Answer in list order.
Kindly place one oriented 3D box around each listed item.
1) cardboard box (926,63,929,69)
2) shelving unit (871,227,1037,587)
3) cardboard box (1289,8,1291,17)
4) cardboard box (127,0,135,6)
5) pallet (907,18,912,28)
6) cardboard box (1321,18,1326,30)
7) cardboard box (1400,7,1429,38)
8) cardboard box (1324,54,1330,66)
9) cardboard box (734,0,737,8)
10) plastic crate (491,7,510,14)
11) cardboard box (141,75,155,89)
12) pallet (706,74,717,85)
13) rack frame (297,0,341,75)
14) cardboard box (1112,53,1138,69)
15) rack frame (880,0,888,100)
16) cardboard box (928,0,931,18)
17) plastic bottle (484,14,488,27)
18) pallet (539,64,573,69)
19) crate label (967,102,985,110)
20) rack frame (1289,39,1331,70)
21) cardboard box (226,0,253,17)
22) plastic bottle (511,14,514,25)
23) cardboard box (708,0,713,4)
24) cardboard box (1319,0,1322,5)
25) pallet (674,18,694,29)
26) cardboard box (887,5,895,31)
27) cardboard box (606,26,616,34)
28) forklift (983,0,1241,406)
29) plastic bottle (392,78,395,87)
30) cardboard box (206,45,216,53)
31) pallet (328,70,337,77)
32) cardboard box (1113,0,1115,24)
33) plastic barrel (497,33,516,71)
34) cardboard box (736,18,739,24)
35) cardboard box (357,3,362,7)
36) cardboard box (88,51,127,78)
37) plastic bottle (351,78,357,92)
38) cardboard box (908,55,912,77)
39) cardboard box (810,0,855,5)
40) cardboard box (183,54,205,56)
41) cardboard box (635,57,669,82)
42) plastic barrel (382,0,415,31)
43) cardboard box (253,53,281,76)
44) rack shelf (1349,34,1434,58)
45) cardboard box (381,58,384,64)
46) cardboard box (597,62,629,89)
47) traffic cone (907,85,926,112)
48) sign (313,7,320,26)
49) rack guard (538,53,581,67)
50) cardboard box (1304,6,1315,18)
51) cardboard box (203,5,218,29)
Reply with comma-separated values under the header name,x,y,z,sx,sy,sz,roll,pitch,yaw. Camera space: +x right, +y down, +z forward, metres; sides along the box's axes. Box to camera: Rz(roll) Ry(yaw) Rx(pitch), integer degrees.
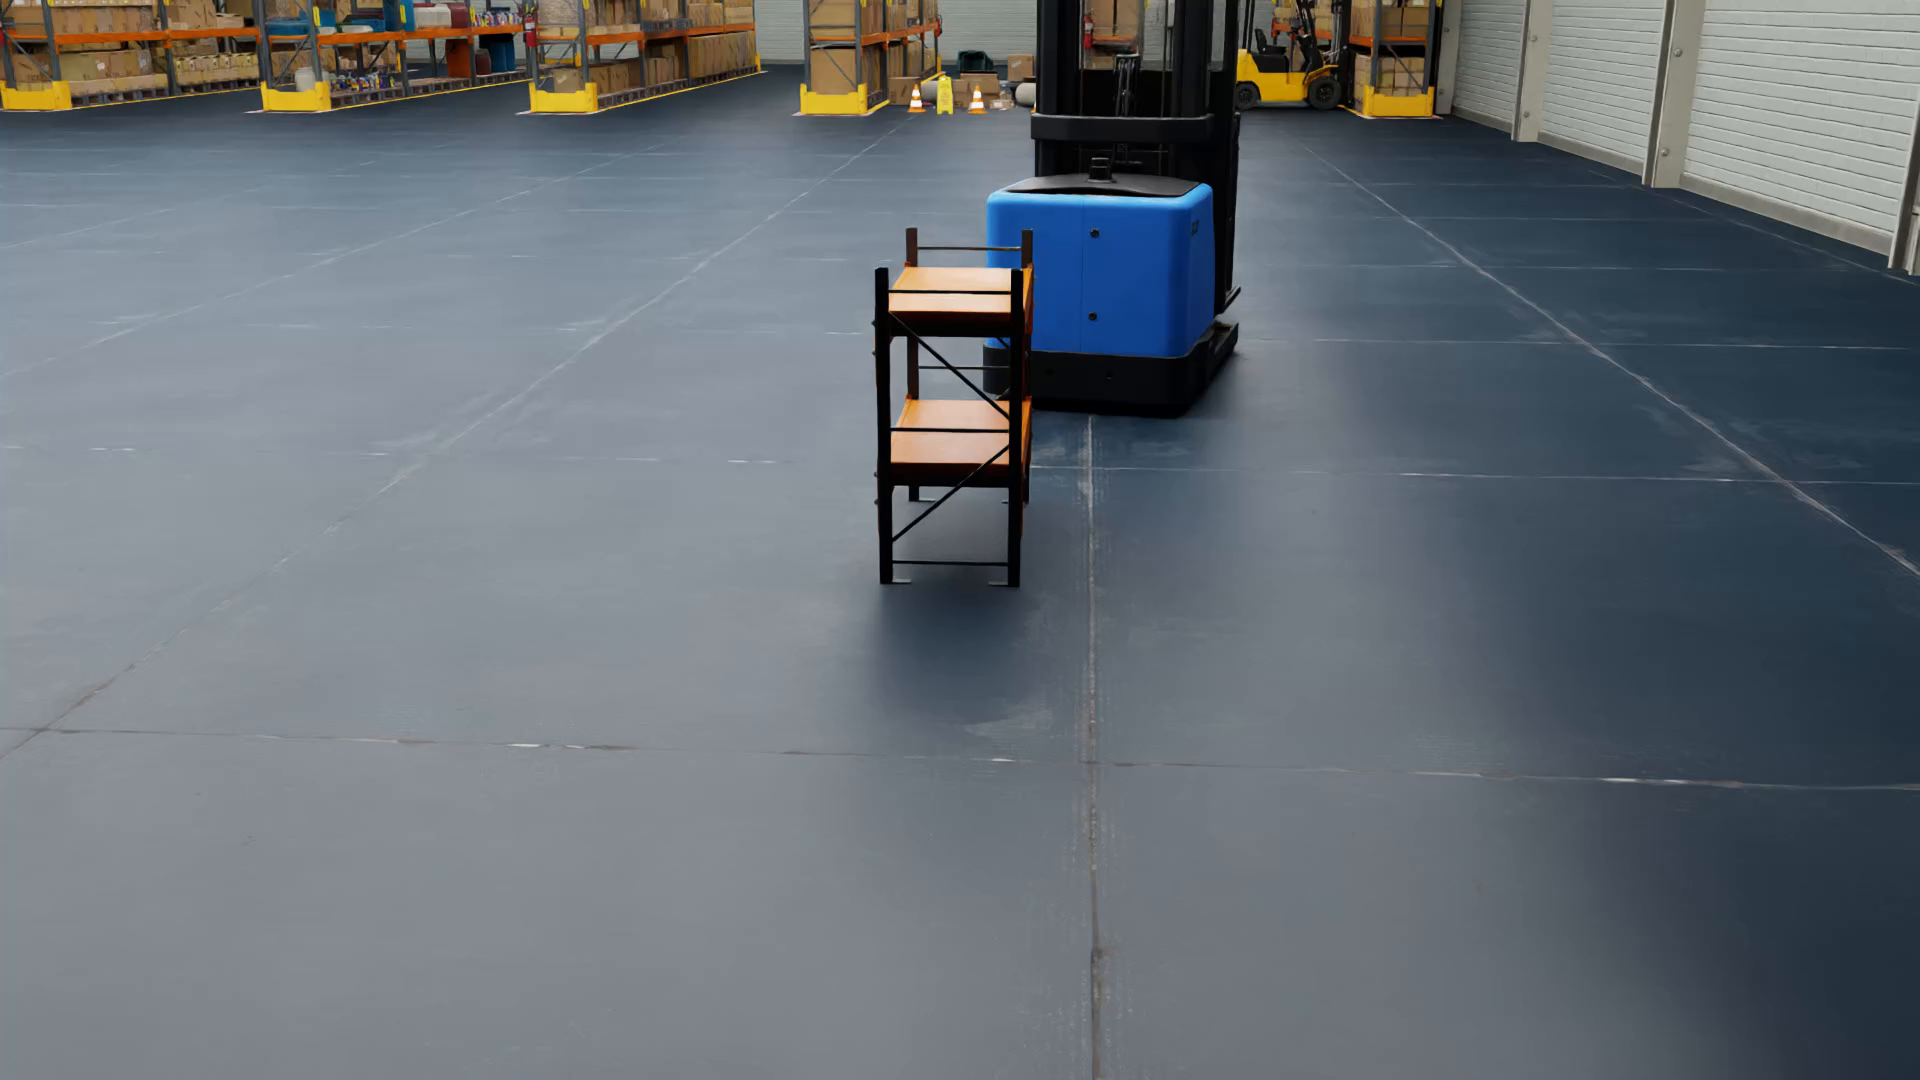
name,x,y,z,sx,sy,sz,roll,pitch,yaw
cardboard box,-0.986,-12.134,42.540,0.380,0.149,0.250,1,18,2
shelving unit,0.000,-0.537,6.254,0.538,1.125,1.048,1,18,4
cardboard box,8.304,-12.824,40.505,0.500,0.250,0.500,2,18,5
cardboard box,-16.638,-10.686,33.014,0.380,0.149,0.250,1,18,4
pallet,-1.727,-11.669,37.526,1.213,0.211,1.003,1,18,4
cardboard box,7.878,-10.828,34.892,0.500,0.250,0.500,1,18,2
cardboard box,7.963,-9.058,29.090,0.500,0.500,0.500,2,18,6
cardboard box,8.079,-9.813,34.694,0.875,0.625,0.625,1,18,2
cardboard box,-5.960,-13.805,42.295,0.500,0.500,0.500,1,18,2
plastic crate,-11.572,-13.205,41.835,0.392,0.384,0.575,1,18,4
cardboard box,-16.640,-9.248,33.570,0.500,0.250,0.500,1,18,4
pallet,-6.390,-10.975,39.577,1.003,0.211,1.213,1,18,4
rack frame,-16.205,-13.143,41.717,1.000,3.000,0.127,1,18,4
cardboard box,3.142,-8.958,31.482,0.500,0.500,0.500,2,18,7
rack frame,-1.958,-10.294,33.022,1.000,3.000,0.127,1,18,4
cardboard box,-0.997,-13.425,41.940,0.500,0.500,0.500,1,18,3
plastic bottle,-11.103,-12.148,38.885,0.097,0.271,0.097,0,18,0
pallet,-11.076,-12.694,44.823,1.003,0.211,1.213,1,18,4
crate label,0.307,-7.940,30.434,0.250,0.136,0.298,-9,20,-25
rack frame,8.511,-12.590,40.029,1.000,3.000,0.127,1,18,4
cardboard box,-16.559,-12.346,38.450,0.700,0.500,0.500,-5,19,-15
plastic bottle,-10.997,-12.730,40.654,0.152,0.276,0.135,1,18,4
cardboard box,-6.362,-13.247,40.261,0.797,0.503,0.637,1,18,2
cardboard box,7.890,-11.528,35.586,0.380,0.149,0.250,2,18,5
pallet,-6.556,-11.364,36.595,1.213,0.211,1.003,1,18,4
cardboard box,-1.617,-10.656,33.966,0.500,0.500,0.500,1,18,4
cardboard box,-6.722,-9.622,31.373,0.380,0.149,0.250,1,18,4
forklift,1.021,-2.478,9.277,1.130,2.935,3.031,5,19,15
plastic bottle,-11.554,-9.307,33.796,0.097,0.201,0.097,0,18,0
cardboard box,-20.810,-13.287,45.496,0.700,0.500,0.500,1,18,4
pallet,-16.226,-11.565,41.378,1.003,0.211,1.213,1,18,4
cardboard box,3.108,-9.780,30.815,0.500,0.500,0.500,1,18,3
plastic barrel,-11.321,-12.065,41.123,0.600,0.901,0.708,1,18,4
cardboard box,-5.879,-13.289,42.564,0.380,0.149,0.250,1,18,5
cardboard box,-15.825,-13.657,43.126,0.500,0.500,0.500,1,18,4
cardboard box,-16.695,-9.293,32.504,0.500,0.500,0.500,1,18,4
plastic bottle,-11.684,-8.773,32.056,0.097,0.271,0.097,0,18,0
cardboard box,-1.366,-10.762,37.791,0.500,0.500,0.500,1,18,2
cardboard box,-2.180,-9.751,29.389,0.875,0.550,0.550,1,18,4
cardboard box,-16.890,-10.583,36.743,0.500,0.311,0.500,1,18,2
cardboard box,-6.700,-10.143,35.867,0.700,0.500,0.500,3,18,9
plastic barrel,-11.508,-10.898,34.061,0.600,0.901,0.708,1,18,4
cardboard box,-16.174,-11.057,38.659,0.500,0.500,0.500,2,18,6
rack shelf,7.794,-9.143,30.663,1.077,0.370,4.000,1,18,4
cardboard box,-15.830,-12.950,44.971,0.380,0.166,0.250,1,18,4
cardboard box,-6.967,-9.325,33.404,0.500,0.500,0.500,1,18,2
traffic cone,-0.790,-7.980,30.033,0.336,0.463,0.334,1,18,4
sign,-11.577,-9.423,29.917,0.100,0.325,0.005,1,18,4
rack guard,-10.989,-13.094,45.581,1.175,0.500,0.348,1,18,4
cardboard box,7.977,-11.811,37.218,0.500,0.250,0.500,0,18,1
cardboard box,-16.596,-11.427,36.319,0.500,0.500,0.500,0,18,1
